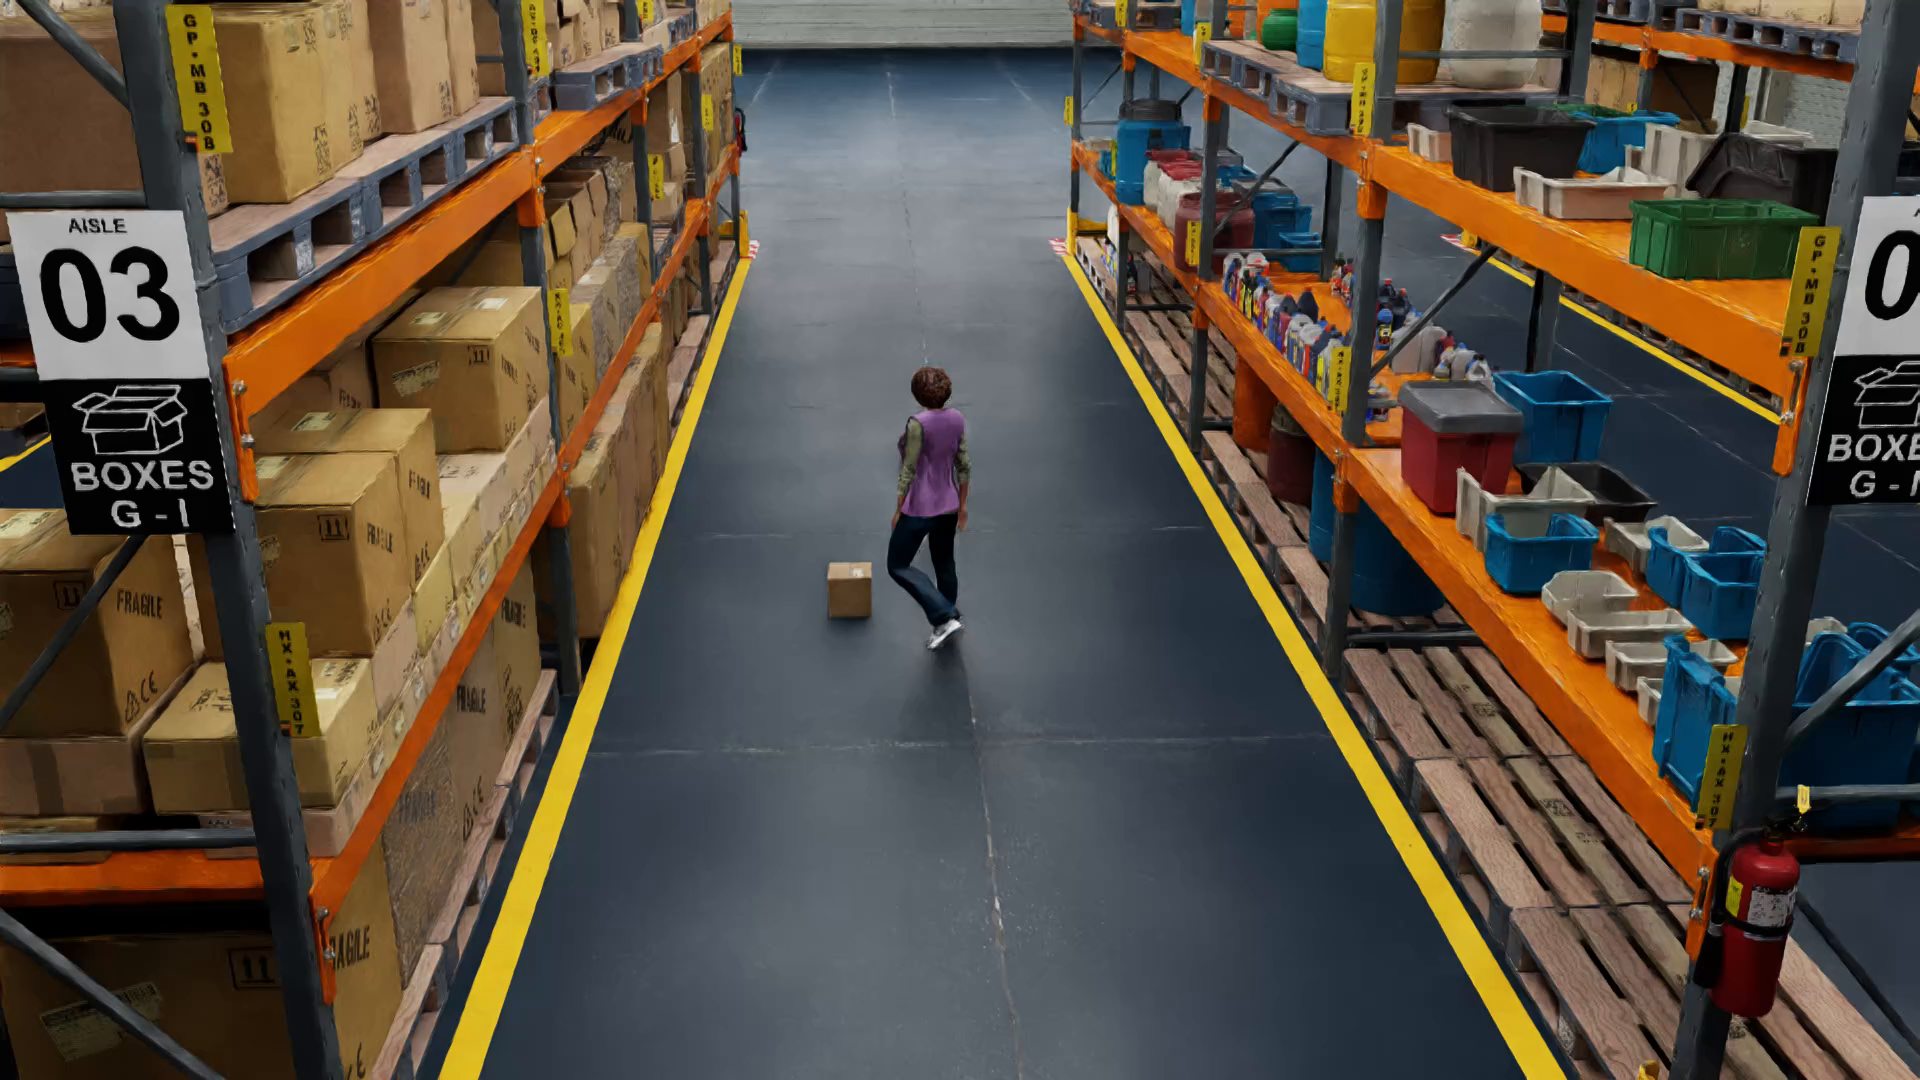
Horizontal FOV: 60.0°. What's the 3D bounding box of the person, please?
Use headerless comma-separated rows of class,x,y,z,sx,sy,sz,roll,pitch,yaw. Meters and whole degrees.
person,-0.116,-0.157,8.960,0.538,1.595,0.515,19,28,41
